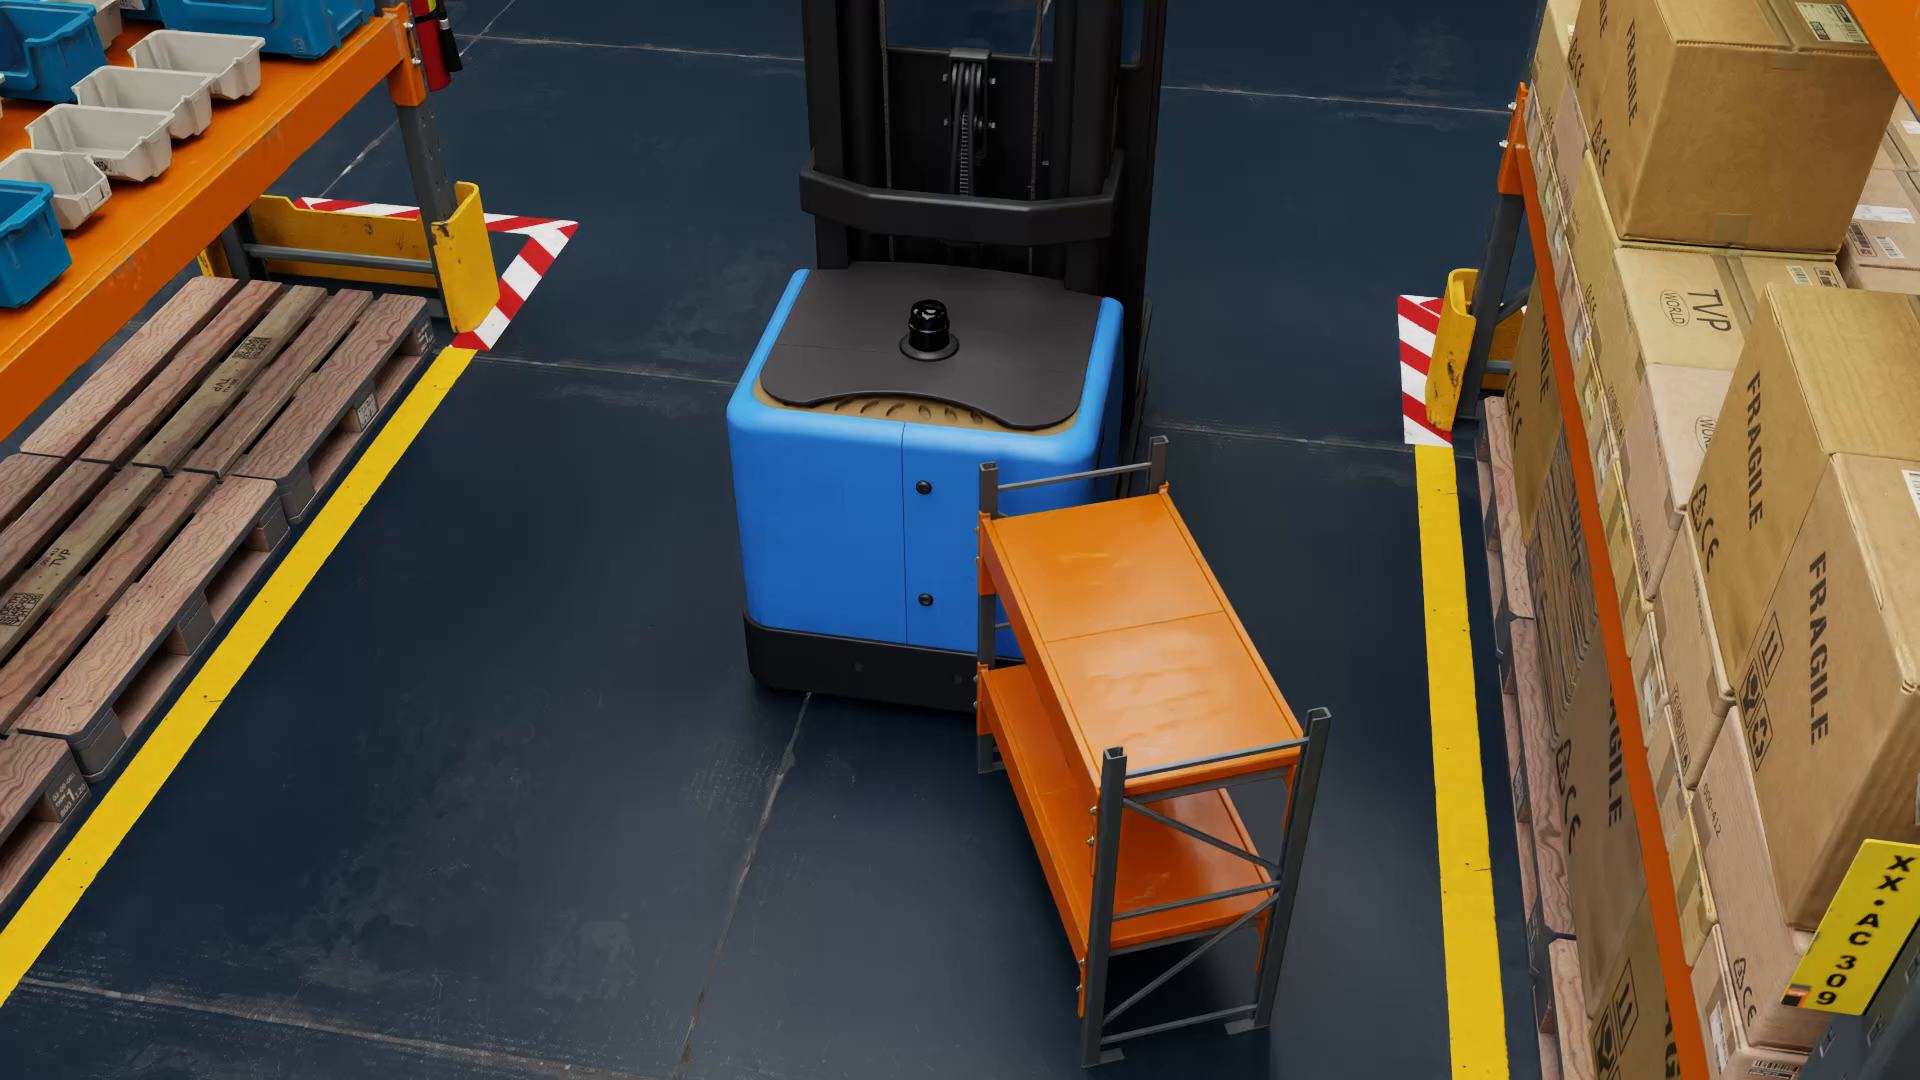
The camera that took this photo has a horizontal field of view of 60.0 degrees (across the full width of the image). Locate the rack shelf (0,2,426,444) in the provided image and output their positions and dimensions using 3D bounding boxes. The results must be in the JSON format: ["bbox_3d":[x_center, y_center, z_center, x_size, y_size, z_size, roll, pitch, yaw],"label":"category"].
[{"bbox_3d":[-2.863,-0.614,4.703,1.077,0.370,4.000,6,40,8],"label":"rack shelf"}]

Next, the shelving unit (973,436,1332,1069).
[{"bbox_3d":[0.419,0.525,4.233,0.538,1.125,1.048,-9,40,-11],"label":"shelving unit"}]

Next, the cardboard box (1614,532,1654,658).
[{"bbox_3d":[1.577,0.134,3.431,0.380,0.149,0.250,7,40,9],"label":"cardboard box"}]

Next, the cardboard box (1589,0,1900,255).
[{"bbox_3d":[1.842,-1.035,3.943,0.500,0.500,0.500,5,40,6],"label":"cardboard box"}]

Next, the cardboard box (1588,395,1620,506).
[{"bbox_3d":[1.666,-0.186,3.818,0.380,0.149,0.250,7,40,8],"label":"cardboard box"}]

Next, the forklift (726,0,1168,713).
[{"bbox_3d":[0.112,-1.525,5.294,1.130,2.935,3.031,7,40,8],"label":"forklift"}]

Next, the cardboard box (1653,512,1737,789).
[{"bbox_3d":[1.574,0.223,3.011,0.500,0.250,0.500,8,40,9],"label":"cardboard box"}]

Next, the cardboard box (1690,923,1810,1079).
[{"bbox_3d":[1.399,0.780,2.650,0.380,0.149,0.250,7,40,8],"label":"cardboard box"}]

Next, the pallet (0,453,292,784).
[{"bbox_3d":[-2.912,0.205,5.336,1.003,0.211,1.213,6,40,8],"label":"pallet"}]

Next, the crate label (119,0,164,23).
[{"bbox_3d":[-2.884,-1.986,5.882,0.416,0.233,0.303,6,40,8],"label":"crate label"}]

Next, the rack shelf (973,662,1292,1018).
[{"bbox_3d":[0.419,0.713,4.389,0.538,0.278,1.000,-9,40,-11],"label":"rack shelf"}]

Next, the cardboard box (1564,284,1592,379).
[{"bbox_3d":[1.754,-0.509,4.209,0.380,0.149,0.250,6,40,7],"label":"cardboard box"}]

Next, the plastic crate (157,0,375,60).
[{"bbox_3d":[-2.391,-1.952,5.682,0.616,0.435,0.499,6,40,8],"label":"plastic crate"}]

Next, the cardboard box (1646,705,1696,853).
[{"bbox_3d":[1.488,0.457,3.040,0.380,0.149,0.250,6,40,7],"label":"cardboard box"}]

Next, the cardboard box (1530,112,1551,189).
[{"bbox_3d":[1.931,-1.155,4.991,0.380,0.149,0.250,6,40,7],"label":"cardboard box"}]

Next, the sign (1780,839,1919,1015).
[{"bbox_3d":[1.122,0.486,2.066,0.100,0.325,0.005,6,40,8],"label":"sign"}]

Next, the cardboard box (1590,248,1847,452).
[{"bbox_3d":[1.753,-0.415,3.782,0.500,0.250,0.500,6,40,7],"label":"cardboard box"}]

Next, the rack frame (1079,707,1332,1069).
[{"bbox_3d":[0.544,0.838,3.853,0.500,1.125,0.032,-9,40,-11],"label":"rack frame"}]

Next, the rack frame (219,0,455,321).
[{"bbox_3d":[-2.517,-2.146,5.992,1.000,3.000,0.127,6,40,8],"label":"rack frame"}]

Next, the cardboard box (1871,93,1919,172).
[{"bbox_3d":[2.450,-1.005,4.496,0.500,0.250,0.500,6,40,7],"label":"cardboard box"}]

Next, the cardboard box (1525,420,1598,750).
[{"bbox_3d":[2.171,0.039,4.687,0.875,0.875,0.875,6,40,8],"label":"cardboard box"}]

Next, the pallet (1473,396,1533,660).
[{"bbox_3d":[2.300,-0.015,5.602,1.003,0.211,1.213,6,40,8],"label":"pallet"}]

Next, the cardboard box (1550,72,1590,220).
[{"bbox_3d":[1.928,-1.058,4.560,0.500,0.250,0.500,6,40,7],"label":"cardboard box"}]

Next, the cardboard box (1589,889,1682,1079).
[{"bbox_3d":[1.862,1.162,3.328,0.875,0.875,0.875,6,40,8],"label":"cardboard box"}]

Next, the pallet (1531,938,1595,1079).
[{"bbox_3d":[1.877,1.517,3.750,1.003,0.211,1.213,6,40,8],"label":"pallet"}]

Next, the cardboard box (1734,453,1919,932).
[{"bbox_3d":[1.485,0.247,2.393,0.500,0.500,0.500,7,40,9],"label":"cardboard box"}]

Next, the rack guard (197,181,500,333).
[{"bbox_3d":[-2.526,-1.199,6.808,1.175,0.500,0.348,6,40,8],"label":"rack guard"}]

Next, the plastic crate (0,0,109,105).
[{"bbox_3d":[-2.998,-1.573,5.383,0.416,0.233,0.300,6,40,8],"label":"plastic crate"}]

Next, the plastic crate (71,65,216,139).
[{"bbox_3d":[-2.544,-1.355,5.195,0.396,0.136,0.243,6,40,8],"label":"plastic crate"}]

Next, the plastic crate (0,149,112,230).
[{"bbox_3d":[-2.602,-0.990,4.753,0.298,0.136,0.250,6,40,8],"label":"plastic crate"}]

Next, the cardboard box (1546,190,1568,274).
[{"bbox_3d":[1.844,-0.831,4.598,0.380,0.149,0.250,6,40,7],"label":"cardboard box"}]

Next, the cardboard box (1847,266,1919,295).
[{"bbox_3d":[2.276,-0.358,3.713,0.500,0.250,0.500,6,40,8],"label":"cardboard box"}]
